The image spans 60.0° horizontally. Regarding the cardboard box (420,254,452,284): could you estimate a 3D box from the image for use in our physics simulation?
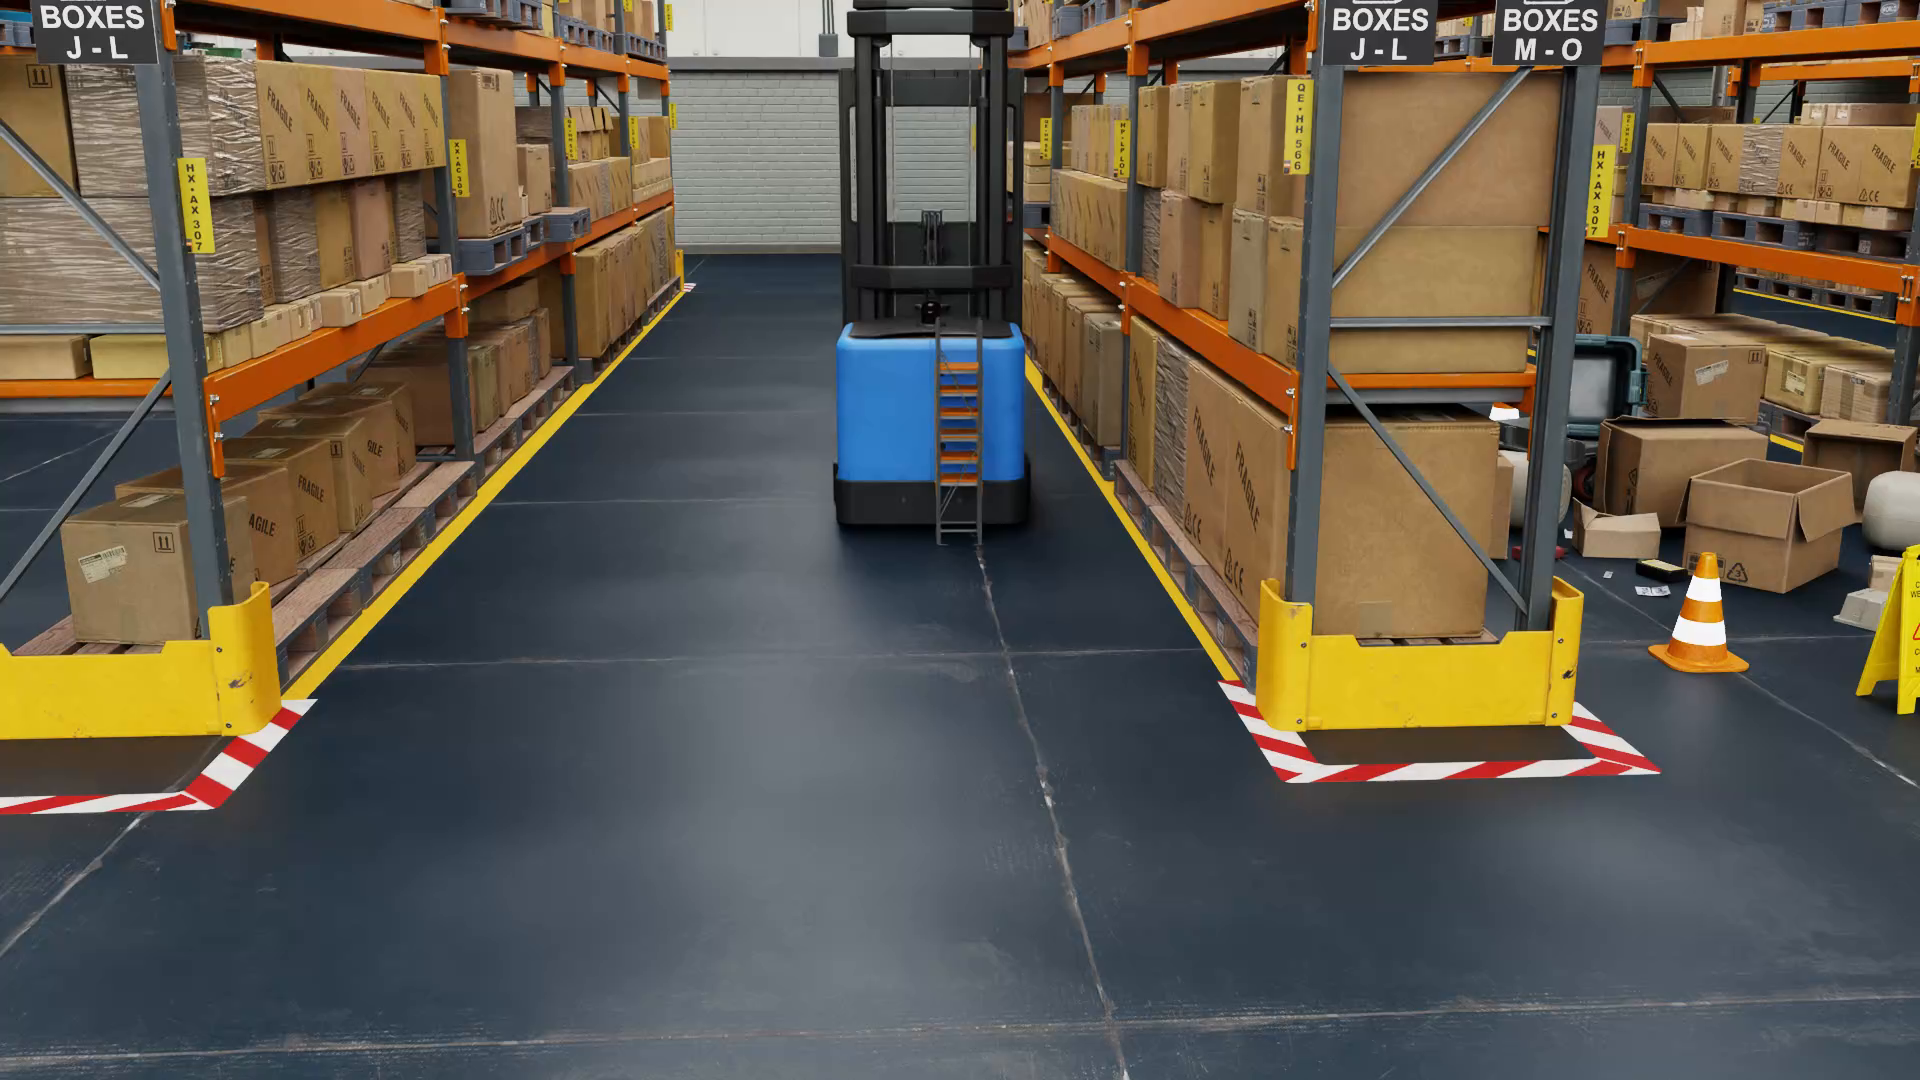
[{"bbox_3d":[-3.153,-1.564,9.590,0.380,0.149,0.250,-1,14,-3],"label":"cardboard box"}]

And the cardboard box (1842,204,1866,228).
[{"bbox_3d":[6.125,-2.159,11.059,0.380,0.149,0.250,-1,14,-5],"label":"cardboard box"}]

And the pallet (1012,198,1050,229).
[{"bbox_3d":[1.098,-2.864,14.521,1.213,0.211,1.003,-1,14,-3],"label":"pallet"}]

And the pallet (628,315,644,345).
[{"bbox_3d":[-3.833,-2.183,17.087,1.003,0.211,1.213,-1,14,-3],"label":"pallet"}]

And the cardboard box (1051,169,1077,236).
[{"bbox_3d":[1.007,-2.714,13.352,0.500,0.500,0.500,-1,14,-3],"label":"cardboard box"}]

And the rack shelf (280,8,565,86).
[{"bbox_3d":[-3.584,-3.336,11.398,1.077,0.370,4.000,-1,14,-3],"label":"rack shelf"}]

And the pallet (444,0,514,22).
[{"bbox_3d":[-3.392,-3.252,10.001,1.213,0.211,1.003,-1,14,-3],"label":"pallet"}]

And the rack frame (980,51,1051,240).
[{"bbox_3d":[0.753,-4.771,21.548,1.000,3.000,0.127,-1,14,-3],"label":"rack frame"}]

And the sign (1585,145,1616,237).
[{"bbox_3d":[2.299,-1.256,5.992,0.100,0.325,0.005,-1,14,-3],"label":"sign"}]

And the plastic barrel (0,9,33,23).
[{"bbox_3d":[-8.641,-5.125,15.055,0.600,0.901,0.708,-1,14,-3],"label":"plastic barrel"}]

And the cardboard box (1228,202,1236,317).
[{"bbox_3d":[1.711,-1.233,7.498,0.875,0.550,0.550,-1,14,-3],"label":"cardboard box"}]

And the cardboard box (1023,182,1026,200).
[{"bbox_3d":[0.746,-3.040,14.483,0.380,0.149,0.250,-1,14,-4],"label":"cardboard box"}]

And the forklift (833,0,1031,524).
[{"bbox_3d":[-0.168,-1.814,10.193,1.130,2.935,3.031,0,14,0],"label":"forklift"}]

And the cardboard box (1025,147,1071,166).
[{"bbox_3d":[0.761,-3.266,14.166,0.380,0.149,0.250,-1,15,-6],"label":"cardboard box"}]

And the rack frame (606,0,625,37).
[{"bbox_3d":[-3.956,-6.630,16.734,1.000,3.000,0.127,-1,14,-3],"label":"rack frame"}]

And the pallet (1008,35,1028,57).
[{"bbox_3d":[0.933,-4.982,16.728,1.213,0.211,1.003,-1,14,-3],"label":"pallet"}]

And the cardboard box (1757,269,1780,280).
[{"bbox_3d":[10.599,-3.576,21.077,0.700,0.500,0.500,0,14,-1],"label":"cardboard box"}]

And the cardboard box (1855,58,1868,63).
[{"bbox_3d":[10.541,-5.560,19.099,0.380,0.149,0.250,-1,14,-4],"label":"cardboard box"}]

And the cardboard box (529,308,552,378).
[{"bbox_3d":[-3.646,-1.566,13.225,0.700,0.500,0.500,-2,15,-6],"label":"cardboard box"}]

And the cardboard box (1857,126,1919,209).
[{"bbox_3d":[6.173,-2.395,10.674,0.500,0.500,0.500,-1,14,-4],"label":"cardboard box"}]

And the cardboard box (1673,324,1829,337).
[{"bbox_3d":[6.262,-1.489,13.225,0.950,0.372,0.625,-1,14,-5],"label":"cardboard box"}]

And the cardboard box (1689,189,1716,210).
[{"bbox_3d":[5.969,-2.672,13.054,0.380,0.149,0.250,-1,14,-3],"label":"cardboard box"}]

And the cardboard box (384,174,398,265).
[{"bbox_3d":[-3.498,-1.689,8.775,0.875,0.500,0.500,-1,14,-3],"label":"cardboard box"}]

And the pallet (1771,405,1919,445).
[{"bbox_3d":[6.381,-0.731,11.443,1.003,0.211,1.213,-1,14,-3],"label":"pallet"}]

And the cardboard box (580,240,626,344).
[{"bbox_3d":[-3.777,-2.298,15.358,1.225,0.875,0.875,-1,14,-3],"label":"cardboard box"}]

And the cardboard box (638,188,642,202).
[{"bbox_3d":[-3.658,-3.747,18.072,0.380,0.149,0.250,-1,14,-5],"label":"cardboard box"}]

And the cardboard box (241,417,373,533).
[{"bbox_3d":[-3.315,-0.332,8.470,0.500,0.500,0.500,-2,15,-8],"label":"cardboard box"}]

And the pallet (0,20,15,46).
[{"bbox_3d":[-8.601,-4.206,13.713,1.003,0.211,1.213,-1,14,-3],"label":"pallet"}]

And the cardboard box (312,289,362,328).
[{"bbox_3d":[-2.988,-1.067,7.659,0.380,0.149,0.250,-1,14,-3],"label":"cardboard box"}]

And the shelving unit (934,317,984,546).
[{"bbox_3d":[-0.005,-0.573,8.846,0.258,1.200,0.189,0,14,0],"label":"shelving unit"}]

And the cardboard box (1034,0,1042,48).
[{"bbox_3d":[0.916,-4.544,14.448,0.500,0.500,0.500,-1,14,-3],"label":"cardboard box"}]

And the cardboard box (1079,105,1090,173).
[{"bbox_3d":[1.299,-3.076,12.754,0.700,0.500,0.500,-1,14,-4],"label":"cardboard box"}]

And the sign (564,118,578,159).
[{"bbox_3d":[-3.167,-3.263,13.522,0.100,0.325,0.005,-1,14,-3],"label":"sign"}]

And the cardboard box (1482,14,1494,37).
[{"bbox_3d":[5.617,-5.338,17.162,0.396,0.266,0.258,-1,14,-4],"label":"cardboard box"}]

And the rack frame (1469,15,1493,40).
[{"bbox_3d":[5.935,-6.783,17.328,1.000,3.000,0.127,-1,14,-3],"label":"rack frame"}]

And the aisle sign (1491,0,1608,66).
[{"bbox_3d":[2.048,-2.037,5.708,0.394,0.787,0.004,-1,14,-3],"label":"aisle sign"}]

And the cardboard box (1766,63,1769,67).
[{"bbox_3d":[10.470,-6.069,21.078,0.380,0.149,0.250,-1,14,-3],"label":"cardboard box"}]

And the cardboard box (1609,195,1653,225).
[{"bbox_3d":[5.893,-2.932,14.701,0.500,0.250,0.500,-1,14,-5],"label":"cardboard box"}]

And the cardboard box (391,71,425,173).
[{"bbox_3d":[-3.125,-2.179,8.673,0.500,0.500,0.500,-1,14,-3],"label":"cardboard box"}]

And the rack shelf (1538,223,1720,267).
[{"bbox_3d":[6.059,-3.031,16.232,1.077,0.370,4.000,-1,14,-3],"label":"rack shelf"}]

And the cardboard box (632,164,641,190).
[{"bbox_3d":[-3.723,-3.917,17.933,0.500,0.250,0.500,-1,14,-4],"label":"cardboard box"}]

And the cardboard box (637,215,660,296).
[{"bbox_3d":[-3.972,-3.288,19.206,0.875,0.875,0.875,-1,14,-3],"label":"cardboard box"}]

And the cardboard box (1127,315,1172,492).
[{"bbox_3d":[1.466,-0.803,9.549,0.875,0.875,0.875,-1,14,-3],"label":"cardboard box"}]

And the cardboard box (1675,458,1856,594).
[{"bbox_3d":[4.043,-0.082,8.334,0.797,0.503,0.637,-13,20,-42],"label":"cardboard box"}]

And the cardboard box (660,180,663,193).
[{"bbox_3d":[-3.788,-4.260,20.067,0.380,0.149,0.250,-1,14,-5],"label":"cardboard box"}]

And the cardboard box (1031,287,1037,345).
[{"bbox_3d":[0.919,-2.063,15.196,0.500,0.500,0.500,0,14,-1],"label":"cardboard box"}]

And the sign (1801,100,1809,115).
[{"bbox_3d":[11.197,-5.667,22.074,0.100,0.325,0.005,-1,14,-3],"label":"sign"}]

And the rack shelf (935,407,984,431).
[{"bbox_3d":[-0.005,-0.646,8.827,0.258,0.103,0.180,0,14,0],"label":"rack shelf"}]

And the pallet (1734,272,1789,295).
[{"bbox_3d":[10.697,-3.382,21.747,1.003,0.211,1.213,-1,14,-3],"label":"pallet"}]

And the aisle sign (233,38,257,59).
[{"bbox_3d":[-8.859,-5.924,20.814,0.394,0.787,0.004,-1,14,-3],"label":"aisle sign"}]

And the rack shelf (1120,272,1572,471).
[{"bbox_3d":[1.621,-0.940,8.105,1.077,0.370,4.000,-1,14,-3],"label":"rack shelf"}]

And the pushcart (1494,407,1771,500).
[{"bbox_3d":[4.158,-0.570,10.485,1.648,0.377,0.936,-6,16,-23],"label":"pushcart"}]

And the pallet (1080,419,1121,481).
[{"bbox_3d":[1.374,-0.626,11.037,1.003,0.211,1.213,-1,14,-3],"label":"pallet"}]

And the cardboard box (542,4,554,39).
[{"bbox_3d":[-3.434,-3.995,12.815,0.500,0.250,0.500,-1,14,-3],"label":"cardboard box"}]

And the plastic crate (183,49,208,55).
[{"bbox_3d":[-8.771,-5.458,18.727,0.437,0.136,0.530,-1,14,-3],"label":"plastic crate"}]

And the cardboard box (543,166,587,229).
[{"bbox_3d":[-3.466,-2.903,14.089,0.500,0.500,0.500,0,14,-2],"label":"cardboard box"}]
